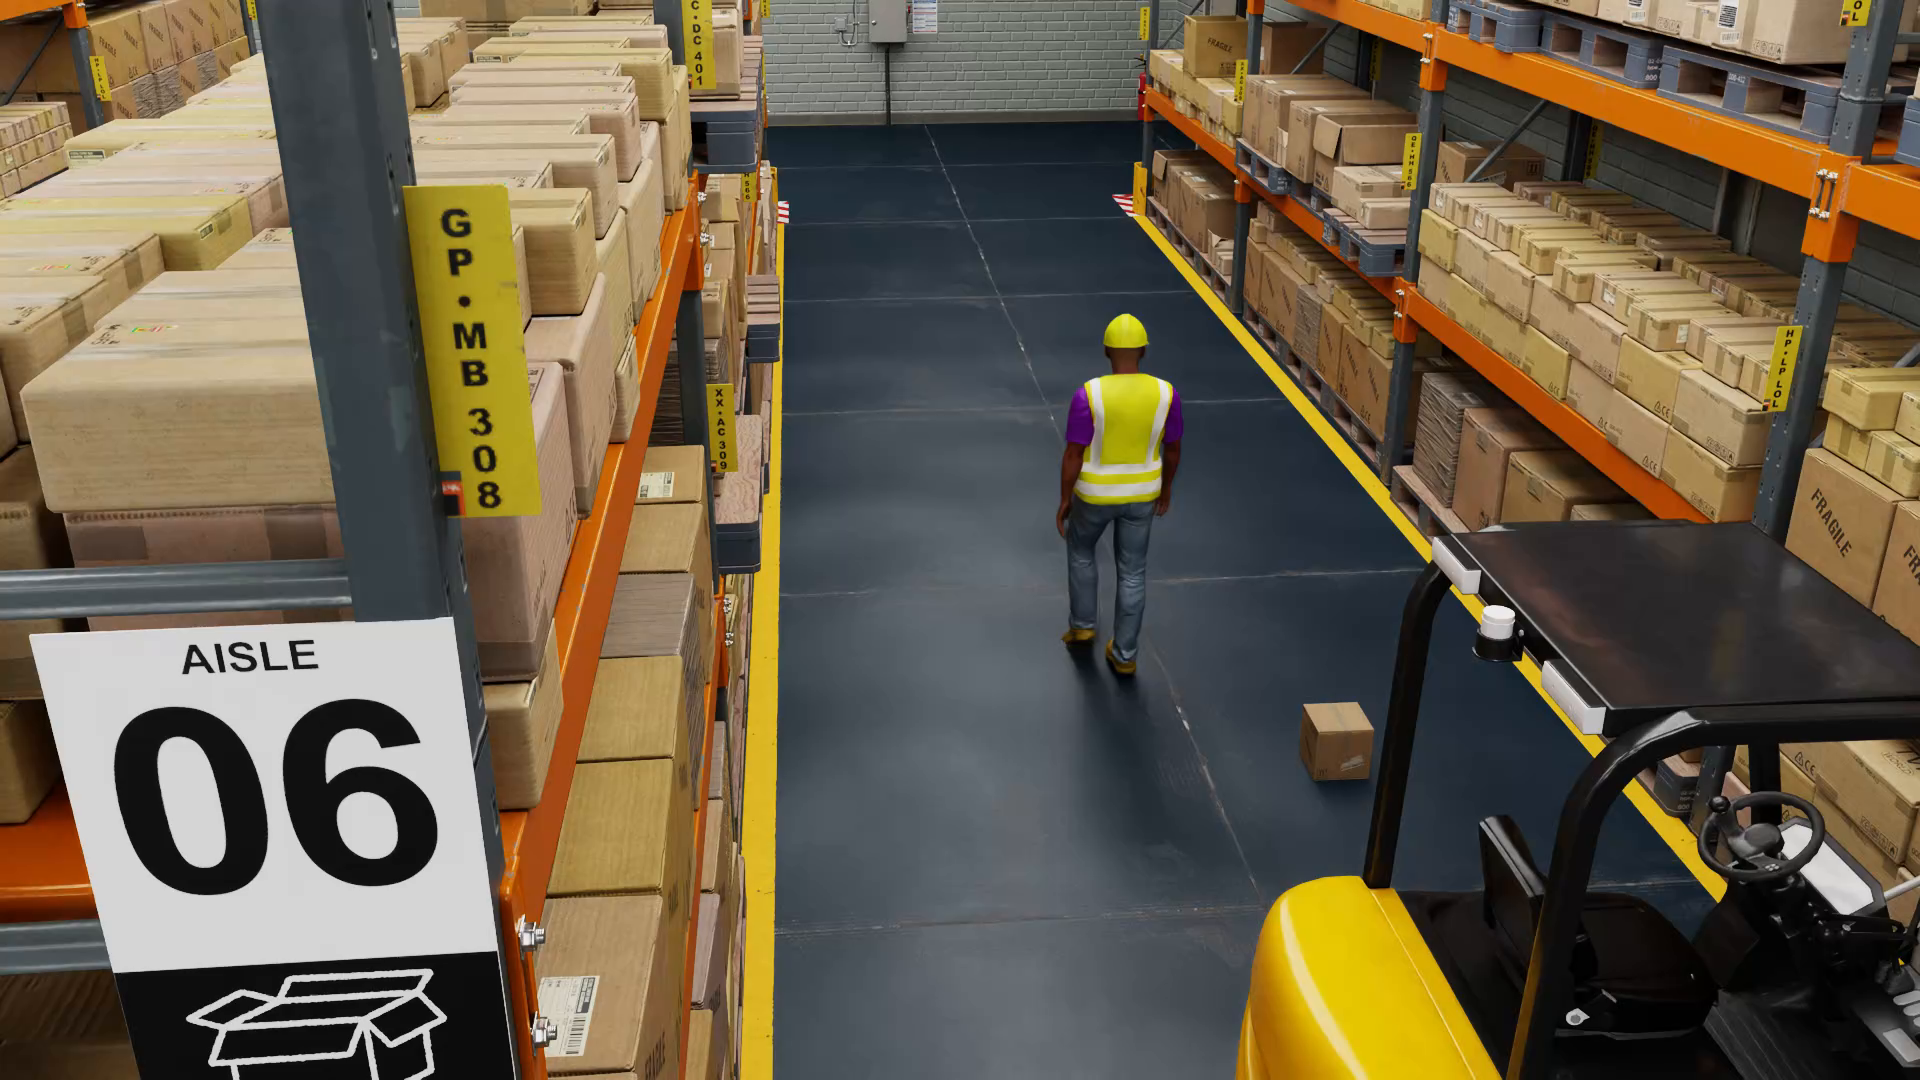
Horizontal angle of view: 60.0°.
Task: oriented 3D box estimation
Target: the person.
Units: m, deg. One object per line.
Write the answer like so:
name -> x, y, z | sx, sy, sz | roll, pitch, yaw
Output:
person -> 0.756, -0.203, 8.082 | 0.620, 1.832, 0.596 | -2, 24, -5
